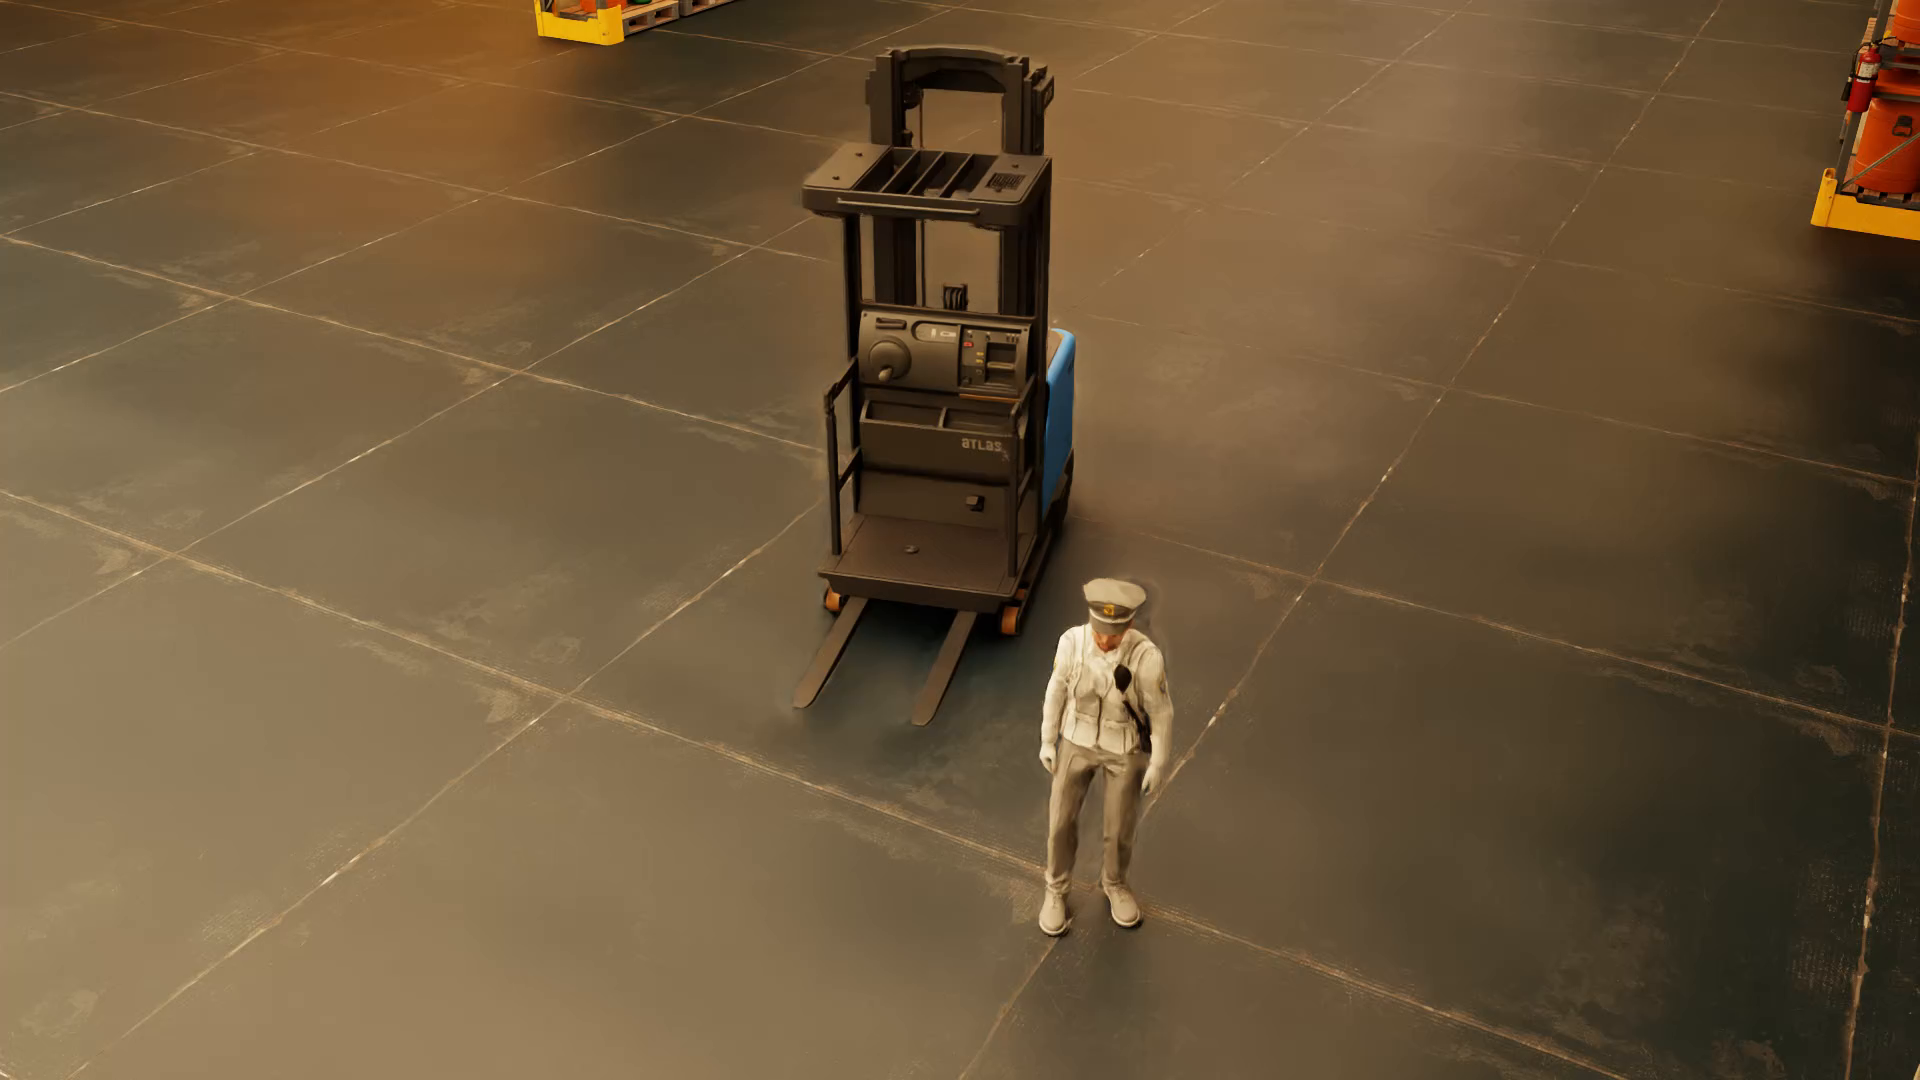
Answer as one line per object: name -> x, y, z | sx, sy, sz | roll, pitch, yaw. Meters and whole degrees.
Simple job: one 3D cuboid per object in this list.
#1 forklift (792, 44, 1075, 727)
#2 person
forklift -> -0.137, -0.955, 8.726 | 1.130, 2.935, 3.031 | 7, 31, 12
person -> 0.581, 0.888, 6.803 | 0.543, 1.661, 0.444 | 10, 32, 17
